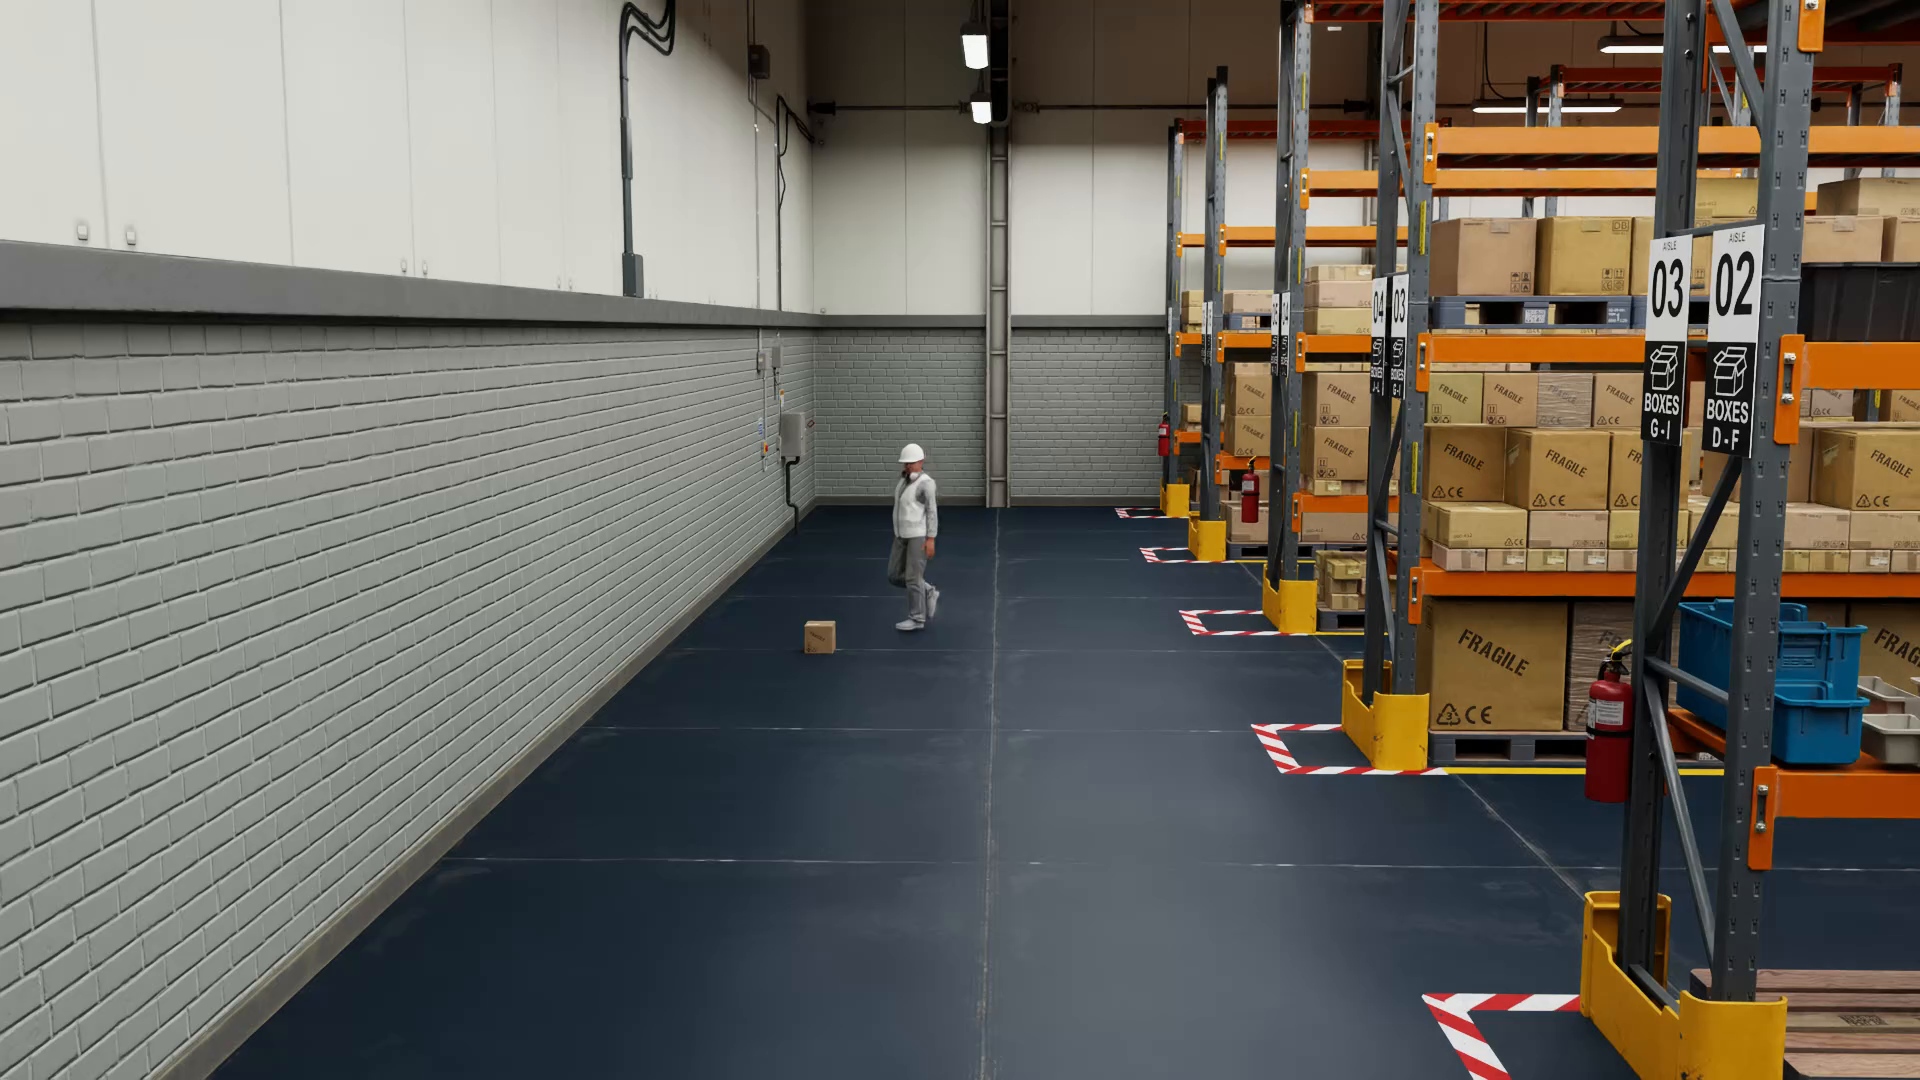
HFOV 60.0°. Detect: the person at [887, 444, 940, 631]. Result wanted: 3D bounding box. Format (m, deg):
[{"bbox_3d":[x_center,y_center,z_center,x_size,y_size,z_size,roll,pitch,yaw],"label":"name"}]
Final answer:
[{"bbox_3d":[-0.386,-0.038,15.786,0.551,1.765,0.554,-4,8,-32],"label":"person"}]
